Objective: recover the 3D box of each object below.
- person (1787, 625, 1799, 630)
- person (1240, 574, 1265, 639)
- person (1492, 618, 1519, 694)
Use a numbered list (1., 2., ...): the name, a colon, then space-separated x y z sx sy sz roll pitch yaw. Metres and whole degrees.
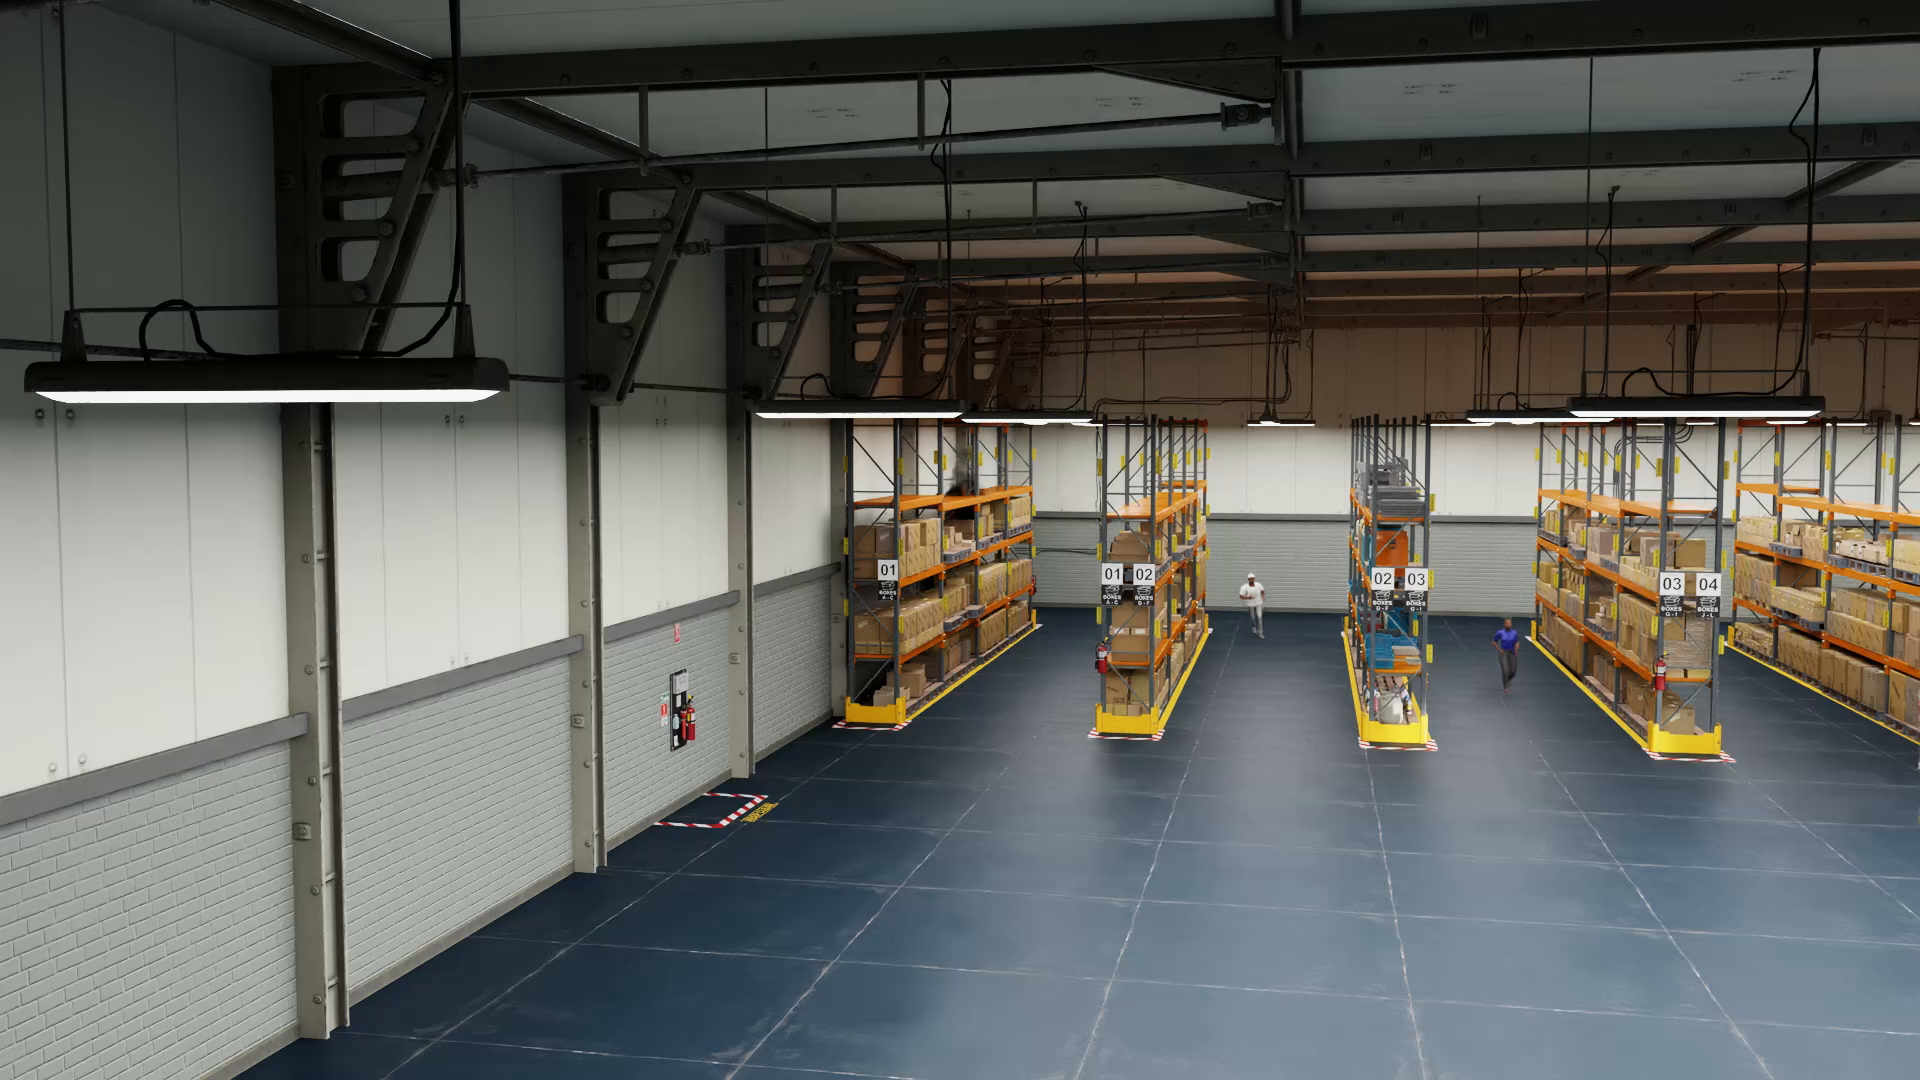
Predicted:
1. person: 22.415 1.954 44.640 0.666 1.636 0.514 1 4 9
2. person: 8.086 1.813 45.942 0.731 1.776 0.901 0 4 -1
3. person: 11.878 2.511 36.176 0.582 1.624 0.546 0 4 4
